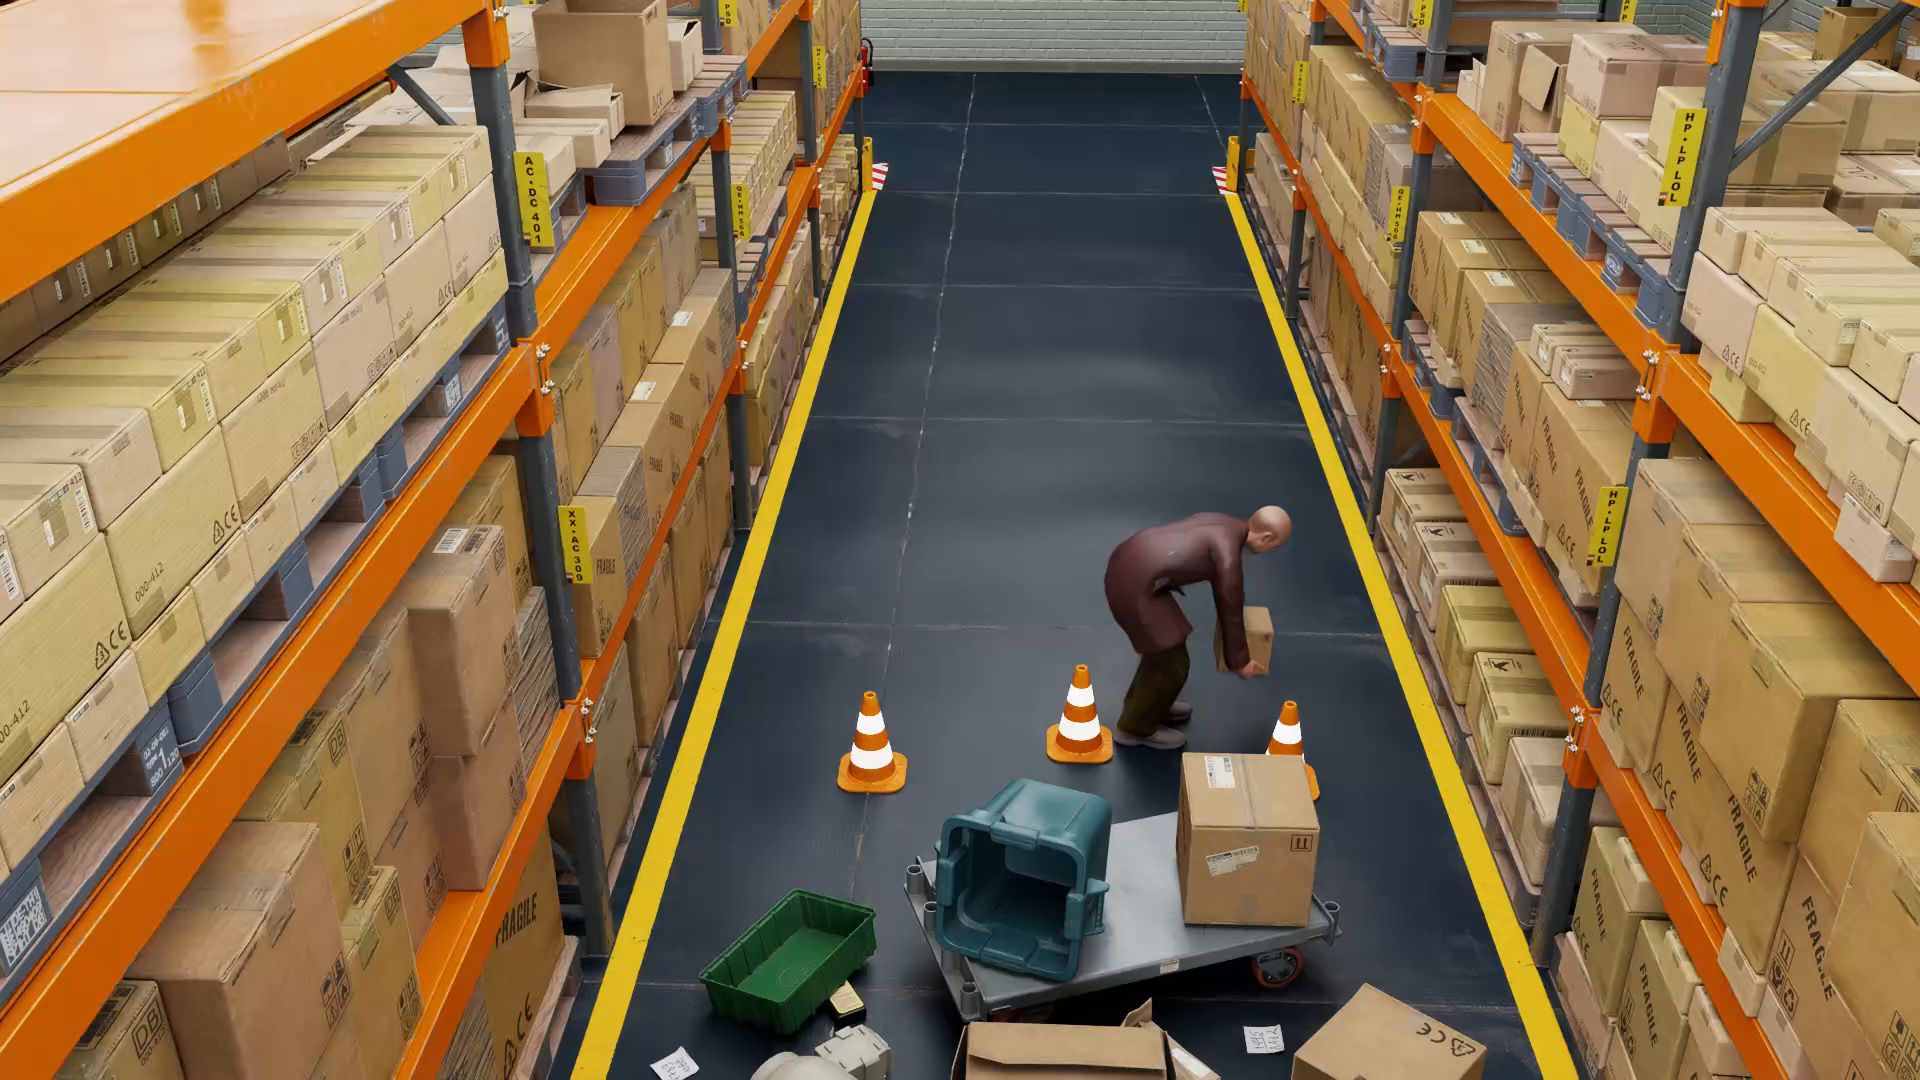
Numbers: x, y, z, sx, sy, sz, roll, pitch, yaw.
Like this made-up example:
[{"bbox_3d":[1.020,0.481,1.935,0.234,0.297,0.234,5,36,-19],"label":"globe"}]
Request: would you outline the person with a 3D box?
[{"bbox_3d":[1.171,0.420,8.367,0.909,1.284,0.562,0,28,0],"label":"person"}]
